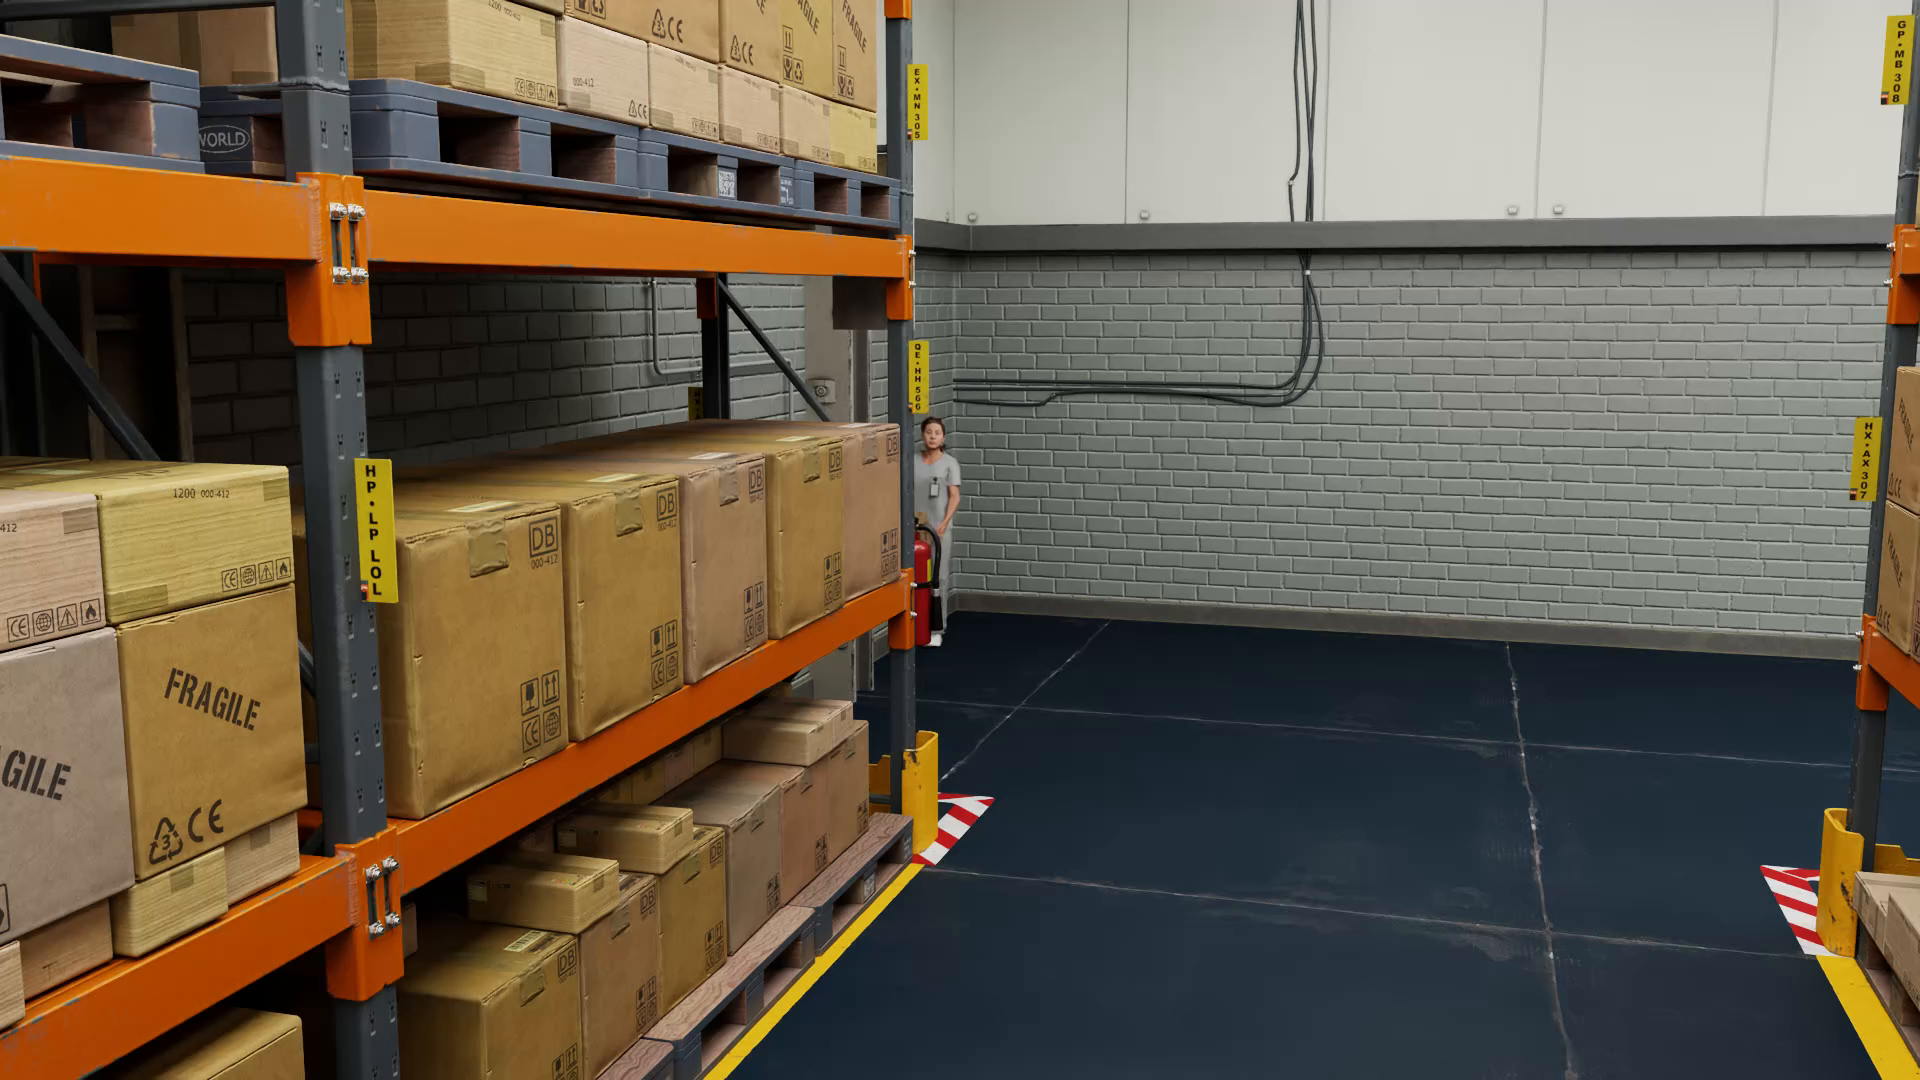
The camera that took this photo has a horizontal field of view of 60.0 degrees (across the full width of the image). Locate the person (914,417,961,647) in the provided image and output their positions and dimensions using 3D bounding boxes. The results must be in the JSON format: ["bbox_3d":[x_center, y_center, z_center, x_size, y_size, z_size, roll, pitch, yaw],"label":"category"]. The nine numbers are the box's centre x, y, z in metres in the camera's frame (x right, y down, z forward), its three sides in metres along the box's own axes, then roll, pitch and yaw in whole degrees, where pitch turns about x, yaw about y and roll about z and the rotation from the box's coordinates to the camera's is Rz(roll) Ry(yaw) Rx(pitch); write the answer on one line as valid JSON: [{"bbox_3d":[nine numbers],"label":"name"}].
[{"bbox_3d":[-0.244,-0.060,12.200,0.485,1.679,0.518,2,9,12],"label":"person"}]
